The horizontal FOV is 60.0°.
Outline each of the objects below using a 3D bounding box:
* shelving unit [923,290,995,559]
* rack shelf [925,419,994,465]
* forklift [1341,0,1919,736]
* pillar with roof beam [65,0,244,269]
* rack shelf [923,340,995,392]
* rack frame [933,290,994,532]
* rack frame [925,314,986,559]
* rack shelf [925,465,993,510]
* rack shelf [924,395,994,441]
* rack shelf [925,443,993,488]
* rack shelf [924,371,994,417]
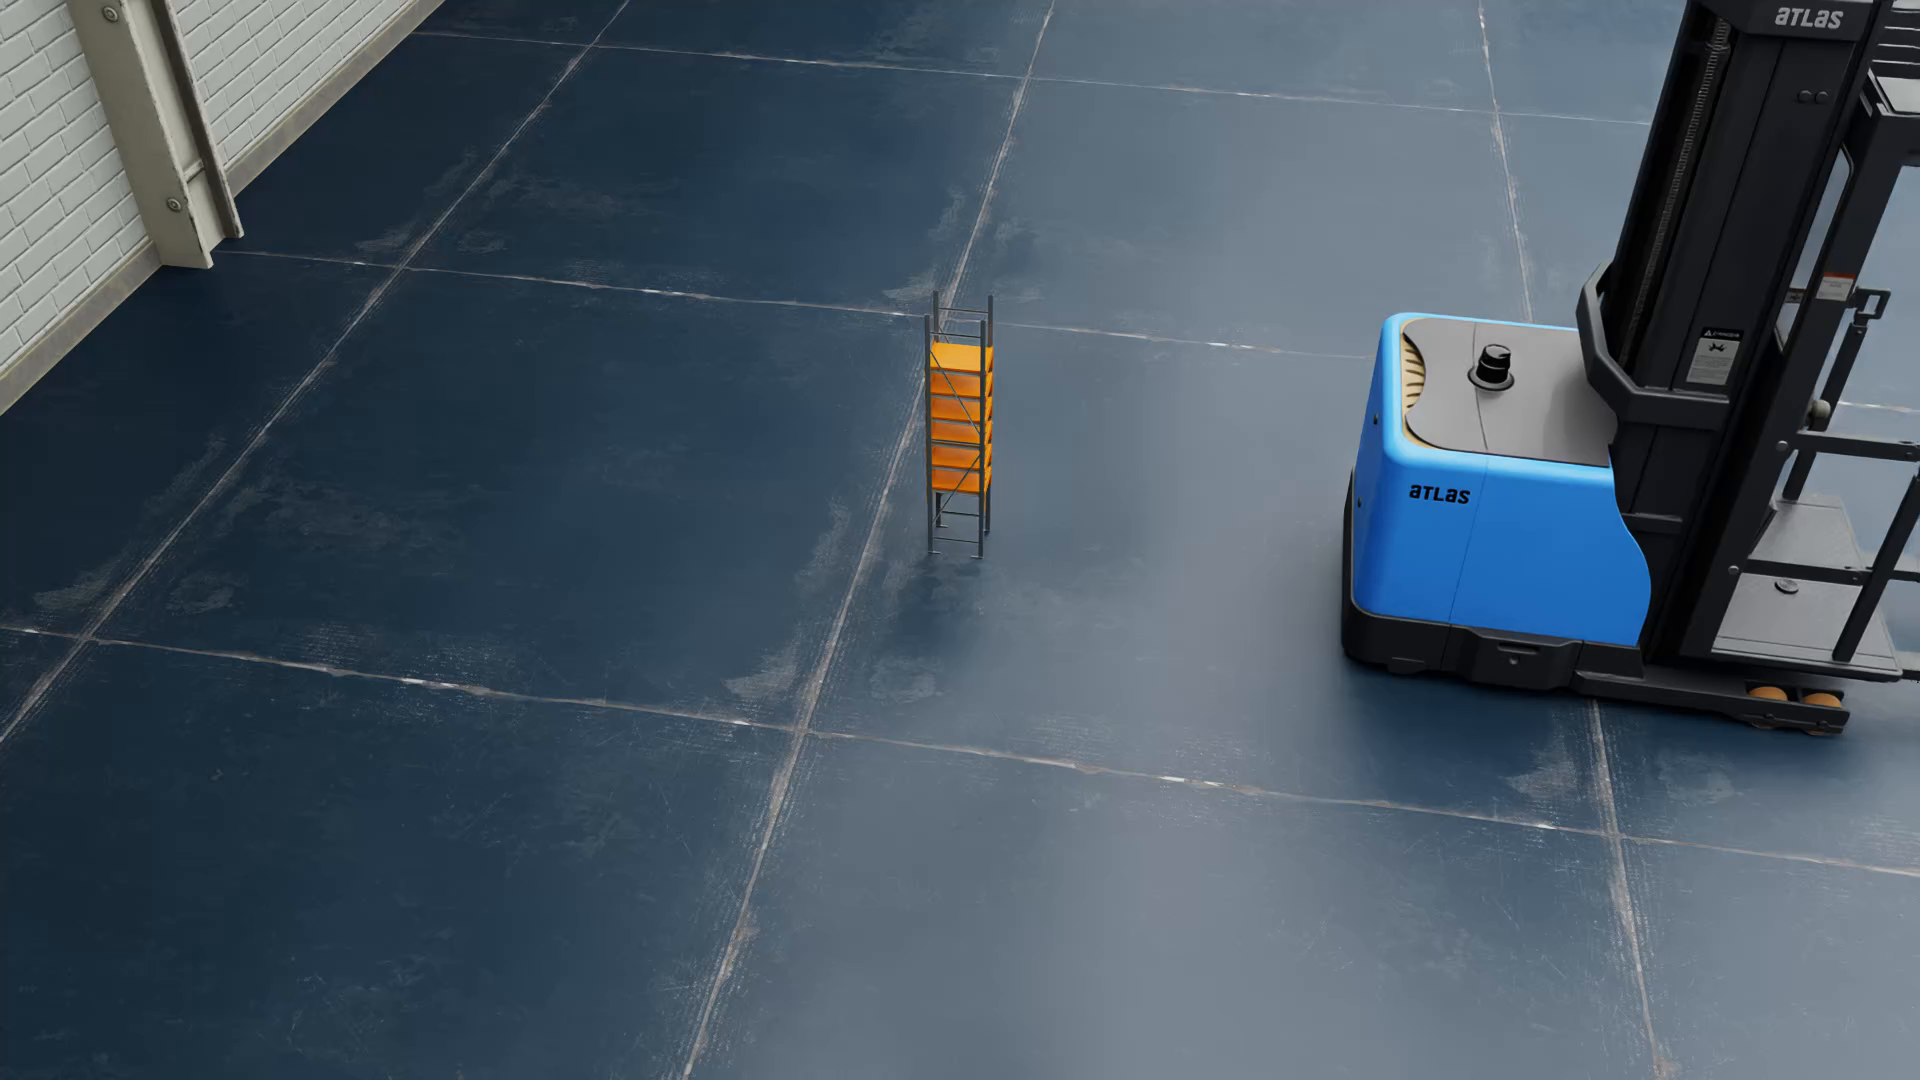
[{"bbox_3d":[-0.002,-0.453,6.857,0.258,1.200,0.189,6,40,8],"label":"shelving unit"},{"bbox_3d":[-0.002,-0.419,6.885,0.258,0.103,0.180,6,40,8],"label":"rack shelf"},{"bbox_3d":[3.091,-0.753,5.860,3.031,2.935,1.130,7,40,8],"label":"forklift"},{"bbox_3d":[0.041,-4.607,5.760,9.100,9.000,0.400,6,40,8],"label":"pillar with roof beam"},{"bbox_3d":[-0.002,-0.697,6.656,0.258,0.103,0.180,6,40,8],"label":"rack shelf"},{"bbox_3d":[0.013,-0.511,6.926,0.240,1.200,0.006,6,40,8],"label":"rack frame"},{"bbox_3d":[-0.018,-0.396,6.787,0.240,1.200,0.006,6,40,8],"label":"rack frame"},{"bbox_3d":[-0.003,-0.234,7.038,0.258,0.103,0.180,6,40,8],"label":"rack shelf"},{"bbox_3d":[-0.002,-0.512,6.809,0.258,0.103,0.180,6,40,8],"label":"rack shelf"},{"bbox_3d":[-0.003,-0.327,6.961,0.258,0.103,0.180,6,40,8],"label":"rack shelf"},{"bbox_3d":[-0.002,-0.604,6.732,0.258,0.103,0.180,6,40,8],"label":"rack shelf"}]
